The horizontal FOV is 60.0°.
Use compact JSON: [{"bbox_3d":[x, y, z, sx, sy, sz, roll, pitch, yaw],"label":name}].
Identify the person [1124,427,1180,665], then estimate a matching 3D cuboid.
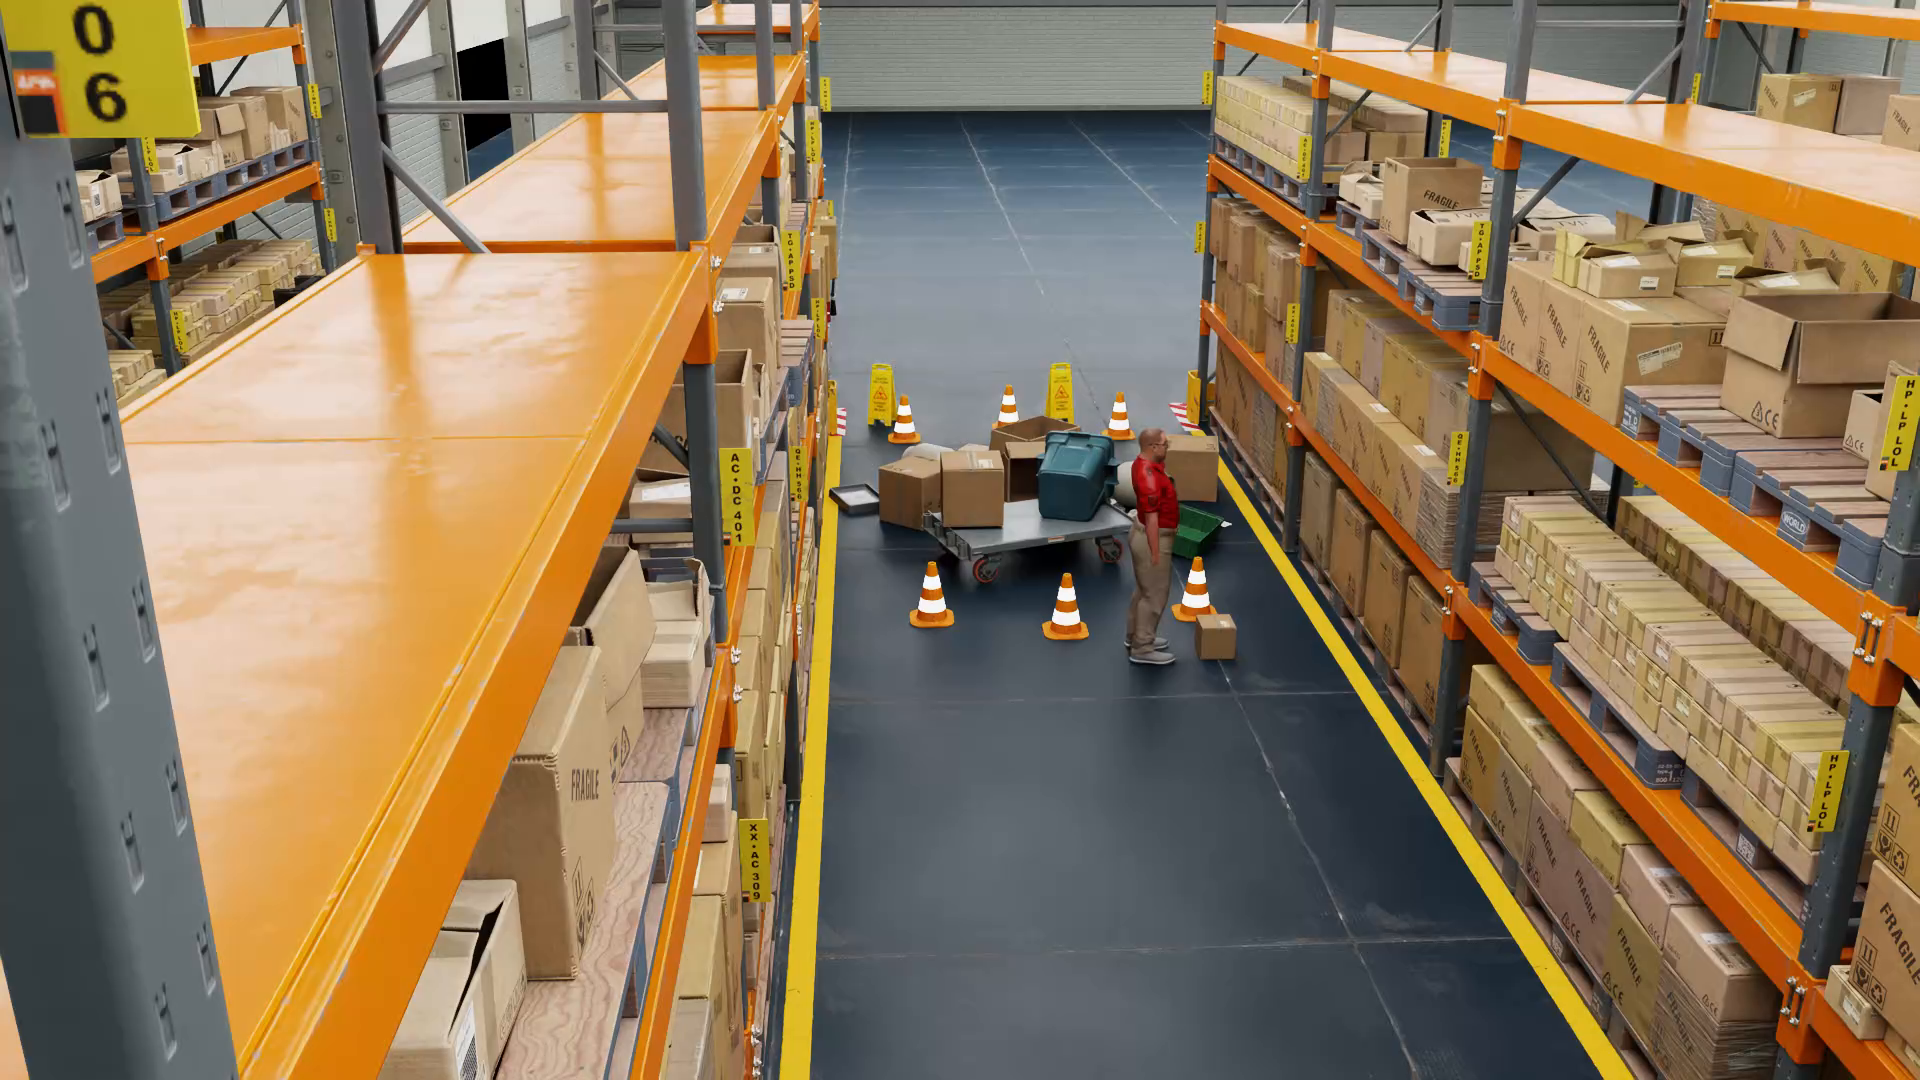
[{"bbox_3d":[1.387,0.023,11.902,0.360,1.723,0.527,-1,20,-2],"label":"person"}]
